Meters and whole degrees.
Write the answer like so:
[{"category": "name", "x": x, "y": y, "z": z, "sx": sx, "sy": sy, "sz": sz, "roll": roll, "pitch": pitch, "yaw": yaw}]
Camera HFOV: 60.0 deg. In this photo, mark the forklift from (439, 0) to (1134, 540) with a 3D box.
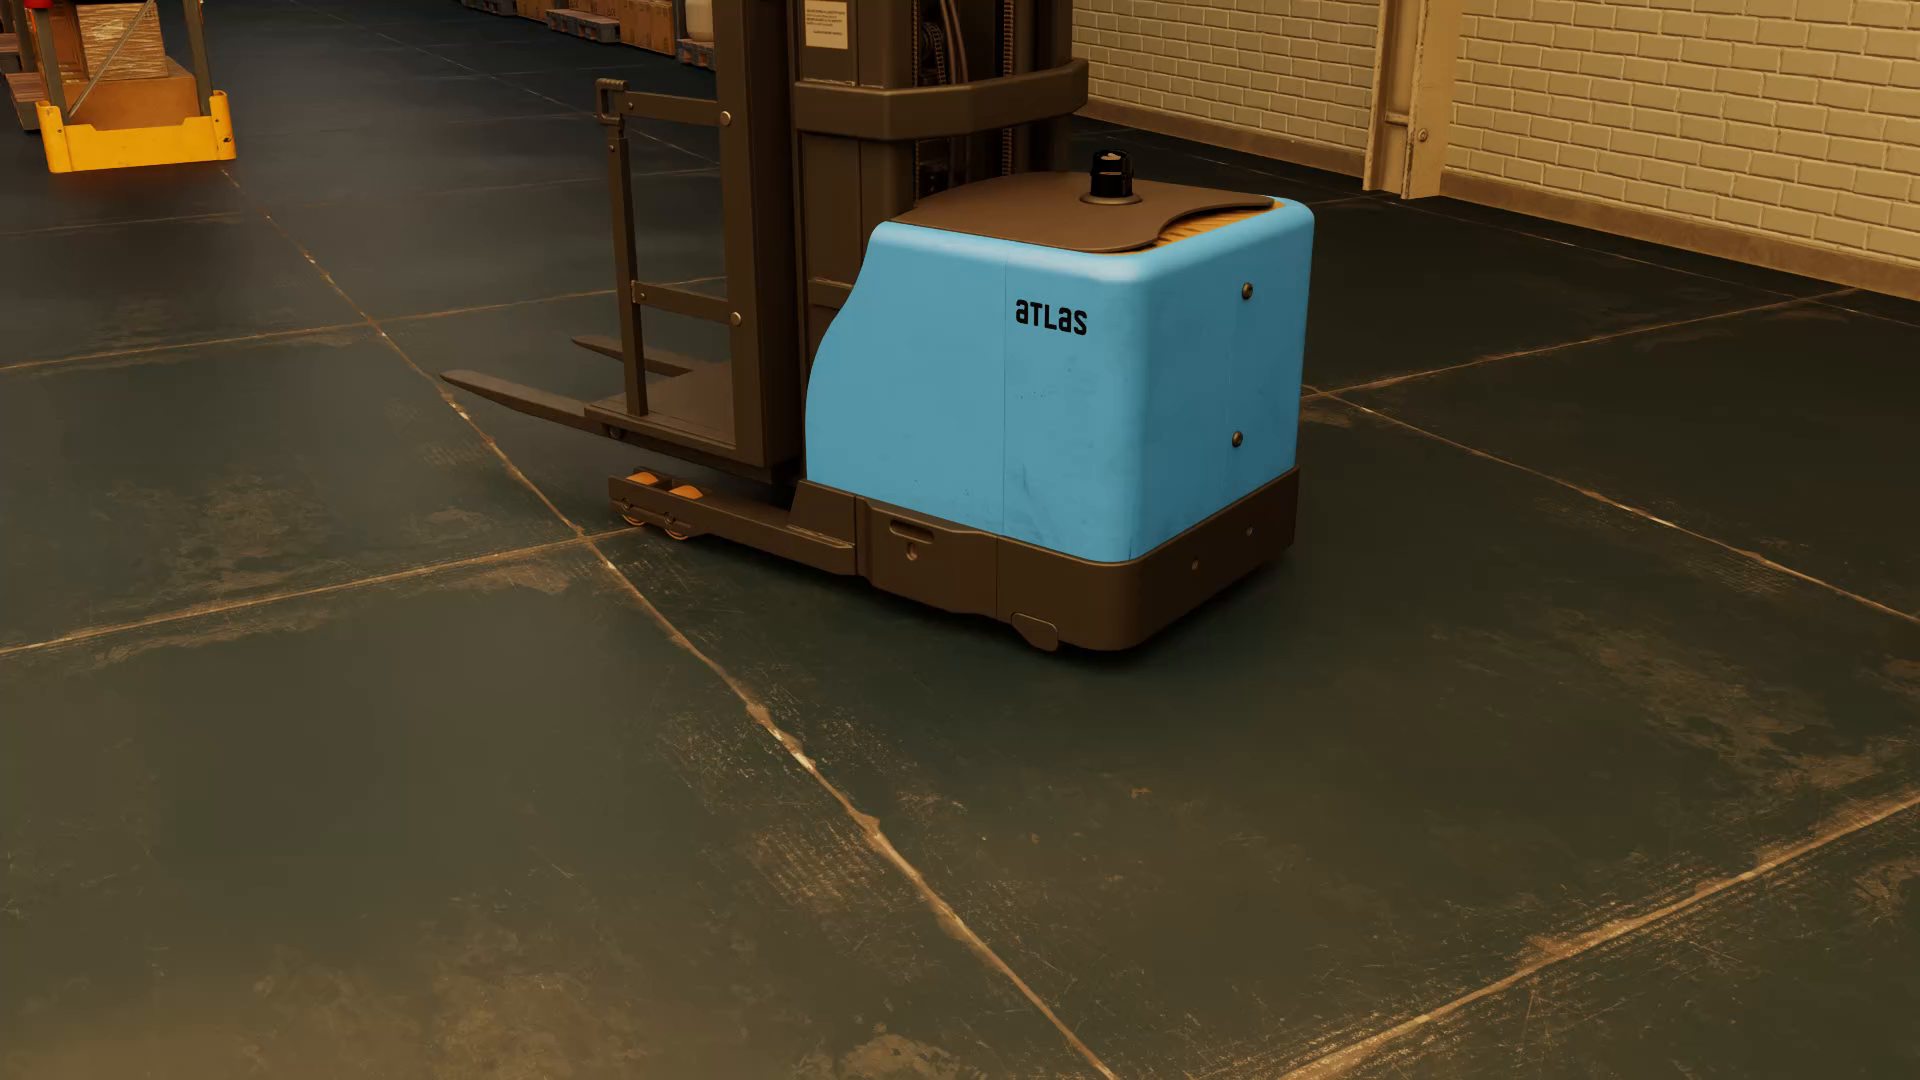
[{"category": "forklift", "x": -0.479, "y": -1.499, "z": 4.926, "sx": 3.031, "sy": 2.935, "sz": 1.121, "roll": 16, "pitch": 27, "yaw": 34}]
